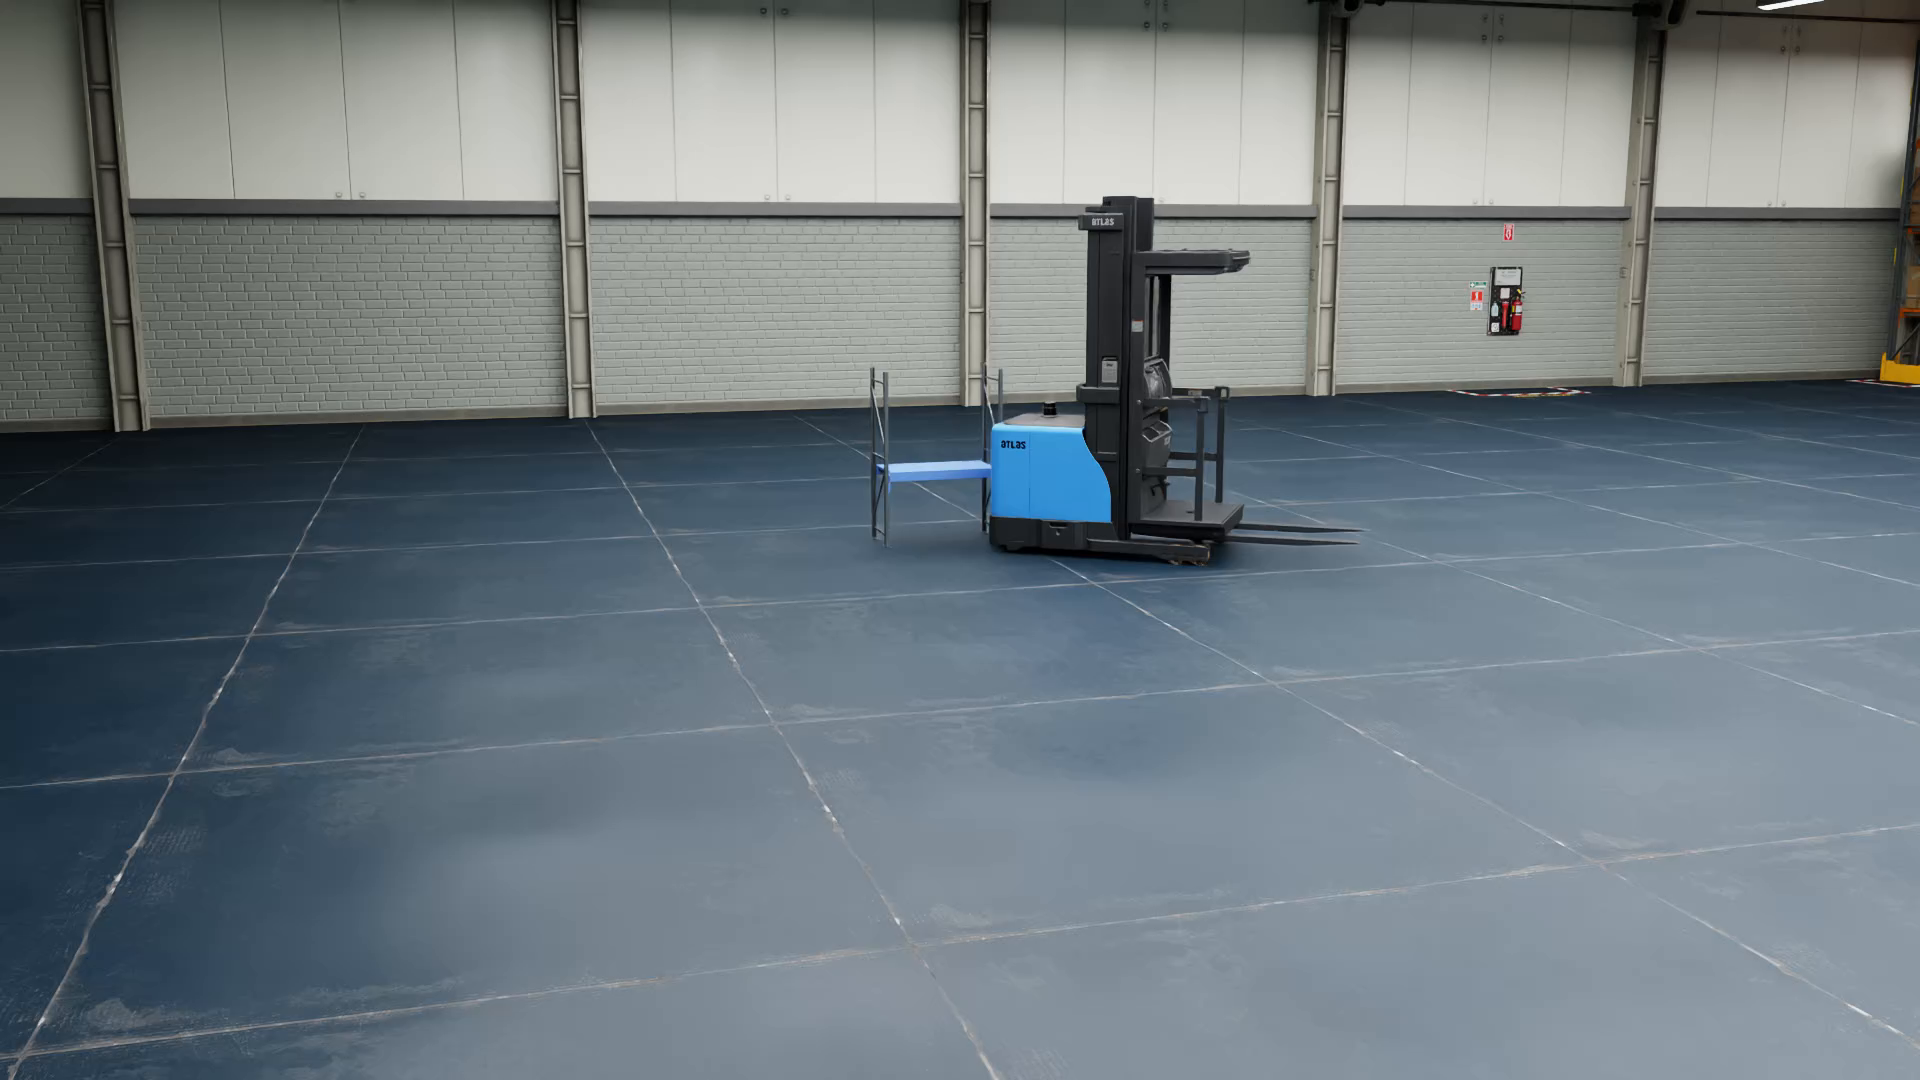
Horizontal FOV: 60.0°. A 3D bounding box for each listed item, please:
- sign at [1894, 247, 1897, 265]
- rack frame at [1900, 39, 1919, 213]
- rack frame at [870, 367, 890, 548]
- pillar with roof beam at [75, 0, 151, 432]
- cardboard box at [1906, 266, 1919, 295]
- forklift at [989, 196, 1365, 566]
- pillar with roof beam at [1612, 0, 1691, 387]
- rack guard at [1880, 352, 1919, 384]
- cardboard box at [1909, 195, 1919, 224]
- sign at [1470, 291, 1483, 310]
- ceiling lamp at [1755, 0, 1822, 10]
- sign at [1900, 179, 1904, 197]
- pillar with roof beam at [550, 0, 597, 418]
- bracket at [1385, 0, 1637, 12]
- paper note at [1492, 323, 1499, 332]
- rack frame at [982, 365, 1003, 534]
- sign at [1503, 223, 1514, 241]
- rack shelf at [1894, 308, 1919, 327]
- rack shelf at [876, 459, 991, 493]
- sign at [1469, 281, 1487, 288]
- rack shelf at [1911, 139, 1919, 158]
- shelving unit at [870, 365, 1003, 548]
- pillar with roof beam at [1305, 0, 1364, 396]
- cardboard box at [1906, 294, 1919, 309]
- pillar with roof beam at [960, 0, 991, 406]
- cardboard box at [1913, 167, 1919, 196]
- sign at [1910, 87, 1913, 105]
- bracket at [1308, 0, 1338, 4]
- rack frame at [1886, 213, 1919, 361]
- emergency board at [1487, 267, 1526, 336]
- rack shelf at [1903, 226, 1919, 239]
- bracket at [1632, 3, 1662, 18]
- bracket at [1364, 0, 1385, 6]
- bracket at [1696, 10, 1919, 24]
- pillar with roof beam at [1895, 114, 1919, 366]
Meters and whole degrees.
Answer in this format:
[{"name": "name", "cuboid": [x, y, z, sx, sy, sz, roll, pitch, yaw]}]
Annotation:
[{"name": "sign", "cuboid": [16.942, -5.133, 30.072, 0.005, 0.325, 0.100, -3, 11, -16]}, {"name": "rack frame", "cuboid": [17.078, -7.261, 29.133, 0.127, 3.000, 1.000, -3, 11, -16]}, {"name": "rack frame", "cuboid": [-0.689, -0.712, 14.271, 0.032, 1.500, 0.500, -3, 11, -17]}, {"name": "pillar with roof beam", "cuboid": [-10.092, -5.180, 17.830, 0.400, 9.000, 9.100, -3, 11, -16]}, {"name": "cardboard box", "cuboid": [17.471, -4.676, 29.950, 0.500, 0.500, 0.500, -3, 11, -17]}, {"name": "forklift", "cuboid": [1.823, -1.341, 13.734, 3.031, 2.935, 1.130, 3, 11, 18]}, {"name": "pillar with roof beam", "cuboid": [12.951, -6.395, 24.427, 0.548, 9.000, 9.100, -3, 11, -16]}, {"name": "rack guard", "cuboid": [17.151, -3.085, 29.923, 0.348, 0.500, 1.175, -3, 11, -16]}, {"name": "cardboard box", "cuboid": [17.408, -5.910, 29.747, 0.500, 0.500, 0.500, -2, 11, -12]}, {"name": "sign", "cuboid": [8.805, -4.082, 28.335, 0.234, 0.329, 0.001, -3, 11, -16]}, {"name": "ceiling lamp", "cuboid": [11.717, -9.077, 22.874, 0.800, 3.185, 2.000, -3, 11, -16]}, {"name": "sign", "cuboid": [16.942, -6.319, 29.854, 0.005, 0.325, 0.100, -3, 11, -16]}, {"name": "pillar with roof beam", "cuboid": [-4.332, -5.484, 19.479, 0.400, 9.000, 9.100, -3, 11, -16]}, {"name": "bracket", "cuboid": [8.958, -8.699, 27.004, 4.783, 0.066, 0.076, -3, 11, -16]}, {"name": "paper note", "cuboid": [9.175, -3.644, 28.489, 0.142, 0.148, 0.016, -3, 11, -16]}, {"name": "rack frame", "cuboid": [0.282, -0.766, 14.565, 0.032, 1.500, 0.500, -3, 11, -17]}, {"name": "sign", "cuboid": [9.329, -5.231, 28.274, 0.199, 0.298, 0.001, -3, 11, -16]}, {"name": "rack shelf", "cuboid": [18.999, -4.058, 30.291, 4.000, 0.370, 1.077, -3, 11, -16]}, {"name": "rack shelf", "cuboid": [-0.204, -0.562, 14.451, 1.000, 0.185, 0.538, -3, 11, -17]}, {"name": "sign", "cuboid": [8.812, -4.341, 28.279, 0.331, 0.109, 0.001, -3, 11, -16]}, {"name": "rack shelf", "cuboid": [18.999, -7.007, 29.748, 4.000, 0.370, 1.077, -3, 11, -16]}, {"name": "shelving unit", "cuboid": [-0.204, -0.739, 14.418, 1.048, 1.500, 0.538, -3, 11, -17]}, {"name": "pillar with roof beam", "cuboid": [7.190, -6.091, 22.778, 0.548, 9.000, 9.100, -3, 11, -16]}, {"name": "cardboard box", "cuboid": [17.473, -4.304, 29.999, 0.500, 0.250, 0.500, -3, 11, -15]}, {"name": "pillar with roof beam", "cuboid": [1.429, -5.787, 21.129, 0.548, 9.000, 9.100, -3, 11, -16]}, {"name": "cardboard box", "cuboid": [17.419, -6.404, 29.668, 0.500, 0.500, 0.500, -3, 11, -13]}, {"name": "sign", "cuboid": [16.943, -7.896, 29.563, 0.005, 0.325, 0.100, -3, 11, -16]}, {"name": "bracket", "cuboid": [5.688, -8.527, 26.068, 0.430, 0.232, 0.235, -3, 11, -16]}, {"name": "rack frame", "cuboid": [17.078, -4.310, 29.676, 0.127, 3.000, 1.000, -3, 11, -16]}, {"name": "emergency board", "cuboid": [9.364, -4.074, 28.392, 0.643, 1.169, 0.194, -3, 11, -16]}, {"name": "rack shelf", "cuboid": [18.999, -5.533, 30.019, 4.000, 0.370, 1.077, -3, 11, -16]}, {"name": "bracket", "cuboid": [11.449, -8.831, 27.717, 0.430, 0.232, 0.235, -3, 11, -16]}, {"name": "bracket", "cuboid": [6.485, -8.569, 26.296, 0.430, 0.232, 0.235, -3, 11, -16]}, {"name": "bracket", "cuboid": [14.719, -9.003, 28.654, 4.783, 0.066, 0.076, -3, 11, -16]}, {"name": "pillar with roof beam", "cuboid": [18.712, -6.698, 26.077, 0.400, 9.000, 9.100, -3, 11, -16]}]
